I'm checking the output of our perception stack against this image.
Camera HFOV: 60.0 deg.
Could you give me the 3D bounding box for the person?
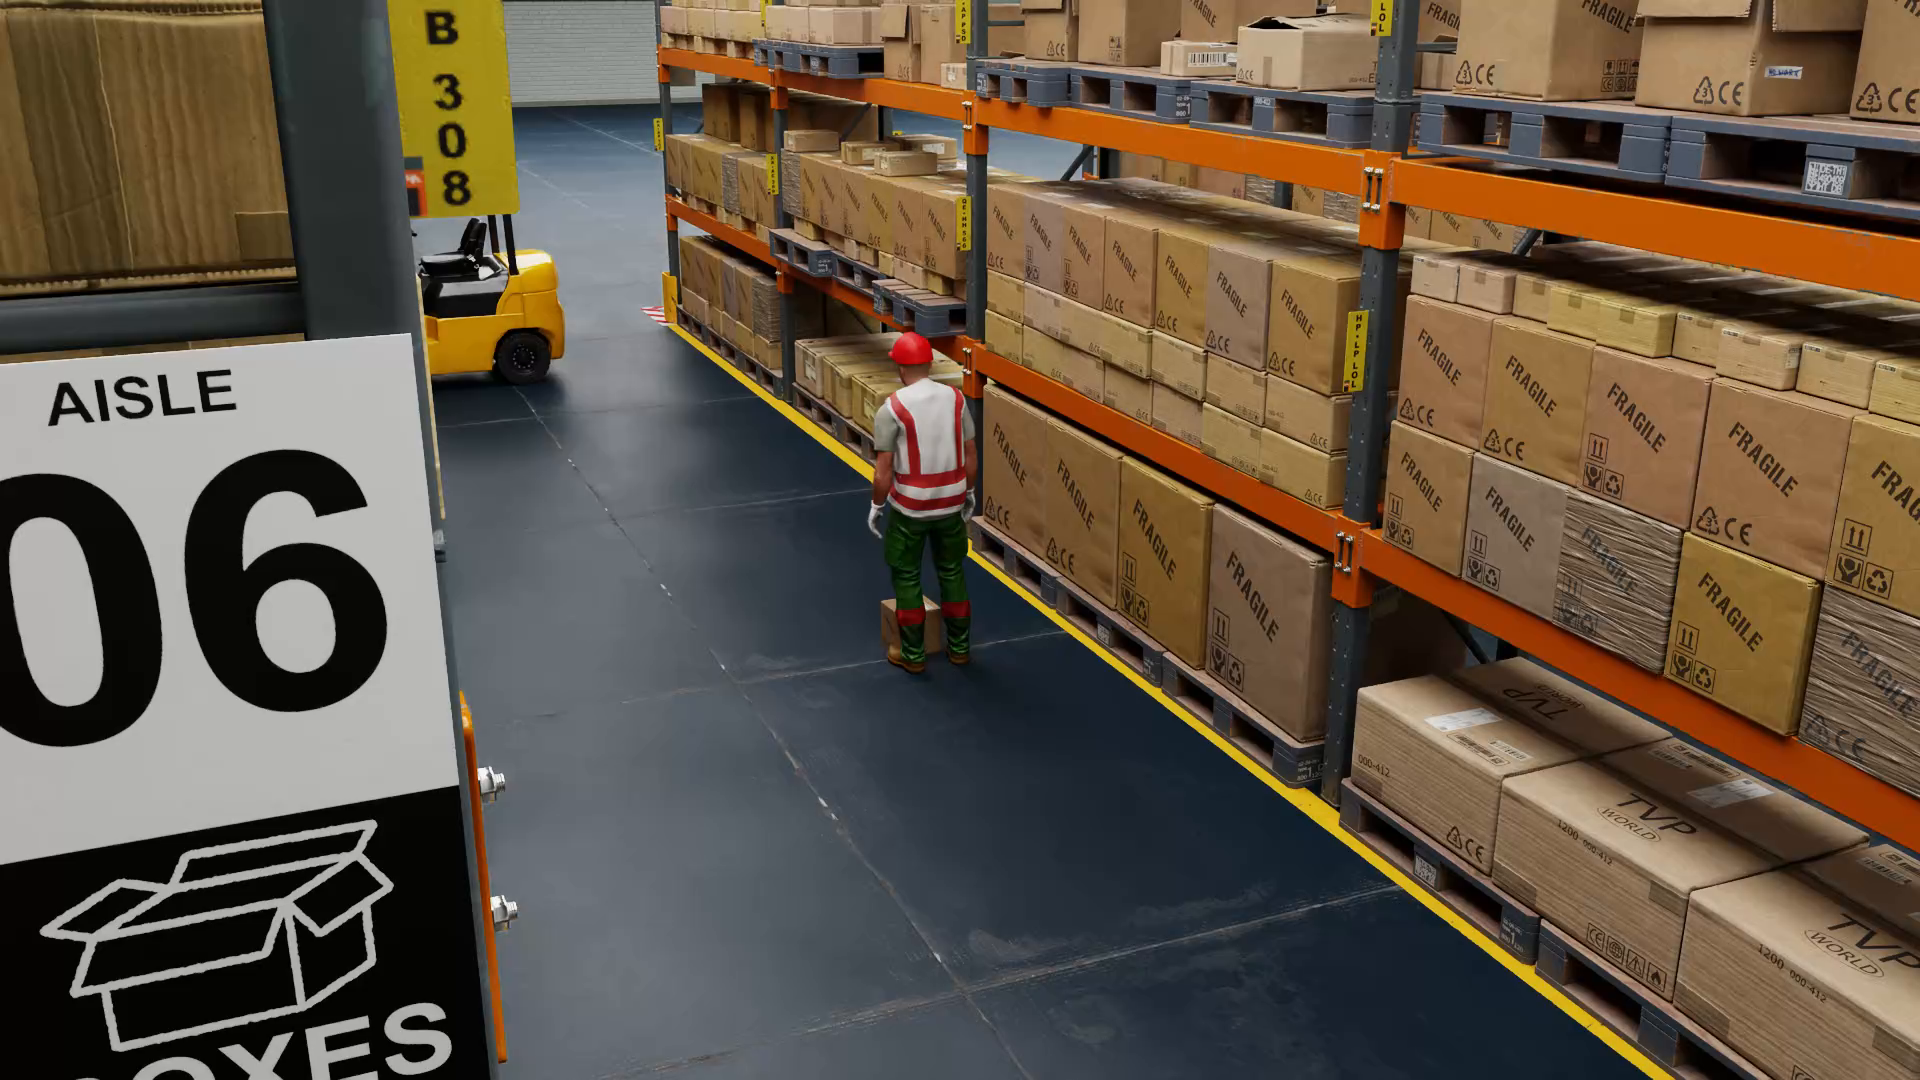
[{"bbox_3d":[-0.193,-0.188,8.593,0.620,1.780,0.446,-9,21,-24],"label":"person"}]
